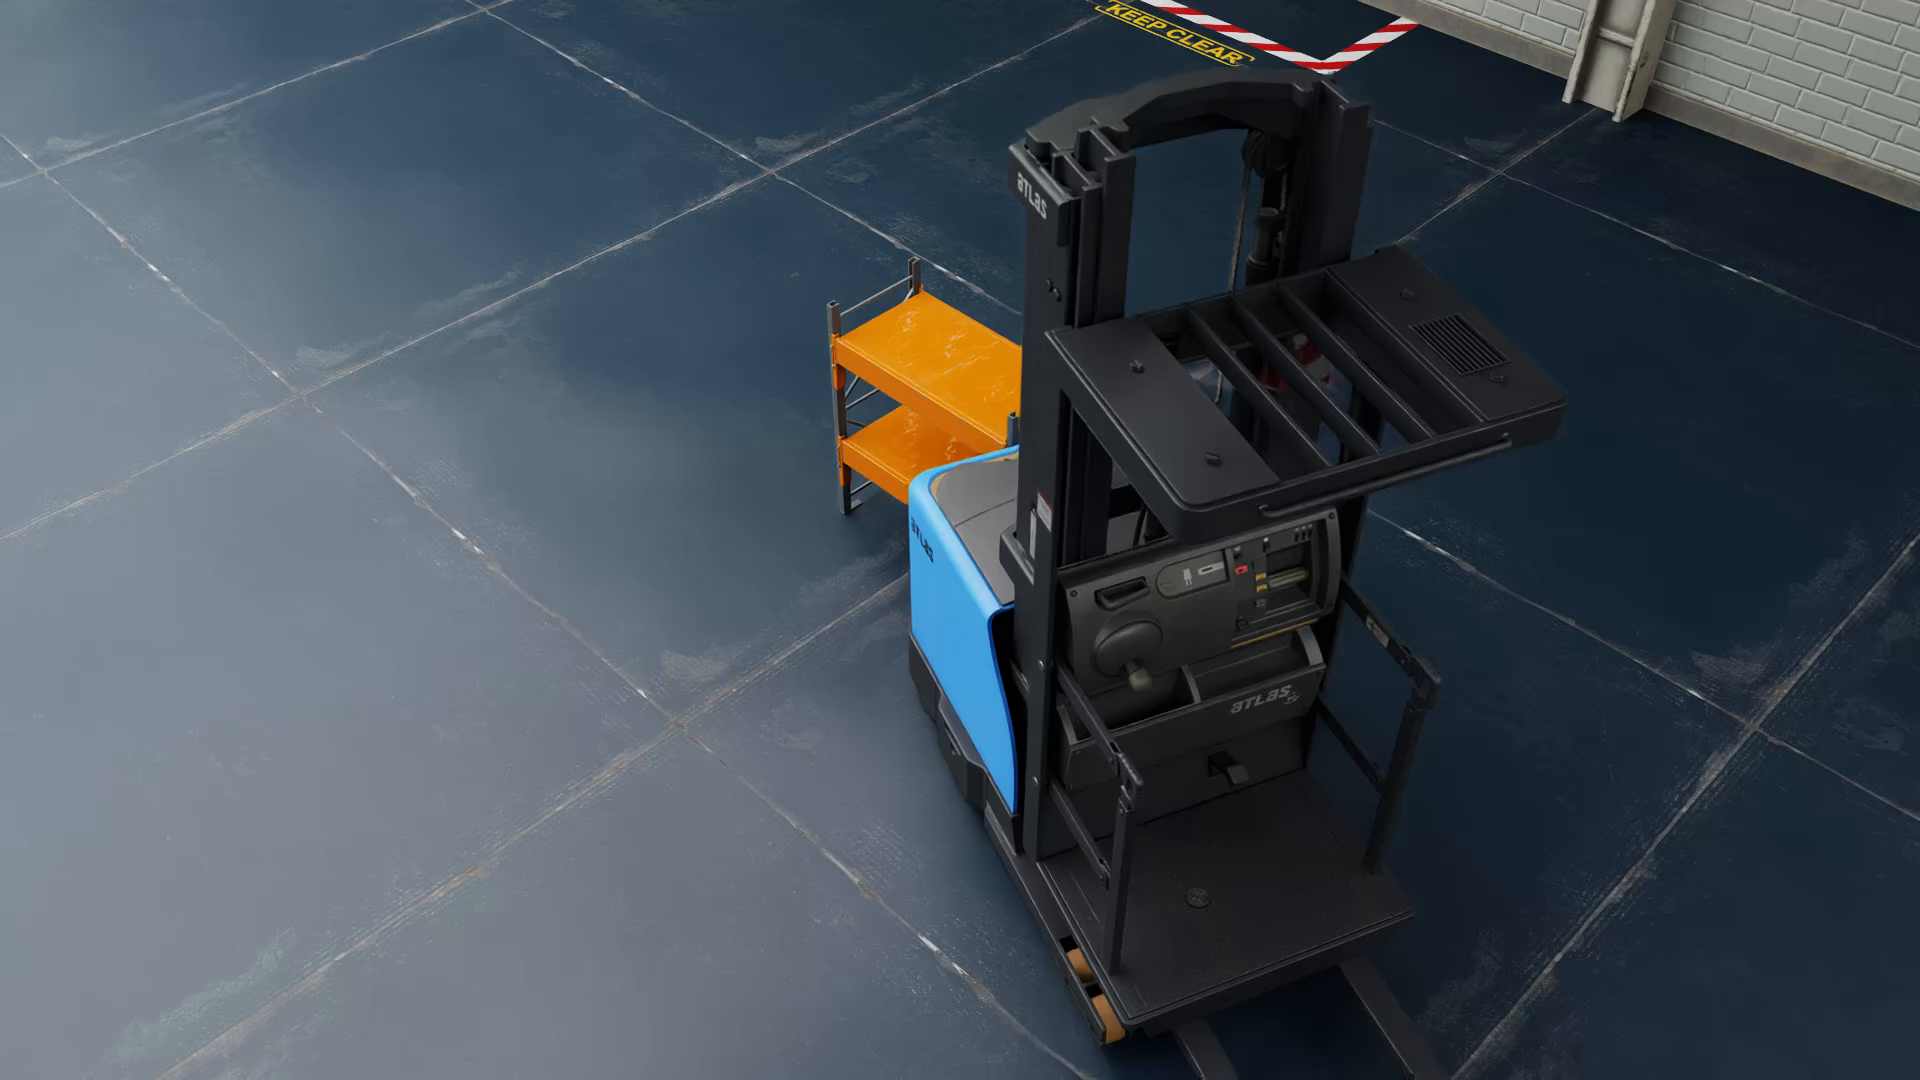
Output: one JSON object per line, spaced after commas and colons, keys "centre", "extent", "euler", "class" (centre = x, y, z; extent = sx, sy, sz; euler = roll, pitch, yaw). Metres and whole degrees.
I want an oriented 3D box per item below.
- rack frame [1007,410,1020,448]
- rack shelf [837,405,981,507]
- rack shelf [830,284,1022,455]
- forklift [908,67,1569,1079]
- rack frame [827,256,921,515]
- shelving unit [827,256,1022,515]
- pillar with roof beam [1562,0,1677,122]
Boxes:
{"centre": [0.364, -0.166, 6.718], "extent": [0.500, 1.125, 0.032], "euler": [-34, 53, -31], "class": "rack frame"}
{"centre": [0.005, -0.230, 7.148], "extent": [0.538, 0.278, 1.000], "euler": [-34, 53, -31], "class": "rack shelf"}
{"centre": [0.005, -0.625, 6.783], "extent": [0.538, 0.278, 1.000], "euler": [-34, 53, -31], "class": "rack shelf"}
{"centre": [0.834, 0.266, 4.919], "extent": [1.130, 2.935, 3.031], "euler": [-16, 45, -17], "class": "forklift"}
{"centre": [-0.354, -0.654, 7.246], "extent": [0.500, 1.125, 0.032], "euler": [-34, 53, -31], "class": "rack frame"}
{"centre": [0.005, -0.410, 6.982], "extent": [0.538, 1.125, 1.048], "euler": [-34, 53, -31], "class": "shelving unit"}
{"centre": [0.935, -3.948, 5.009], "extent": [9.100, 9.000, 0.400], "euler": [-34, 53, -31], "class": "pillar with roof beam"}
